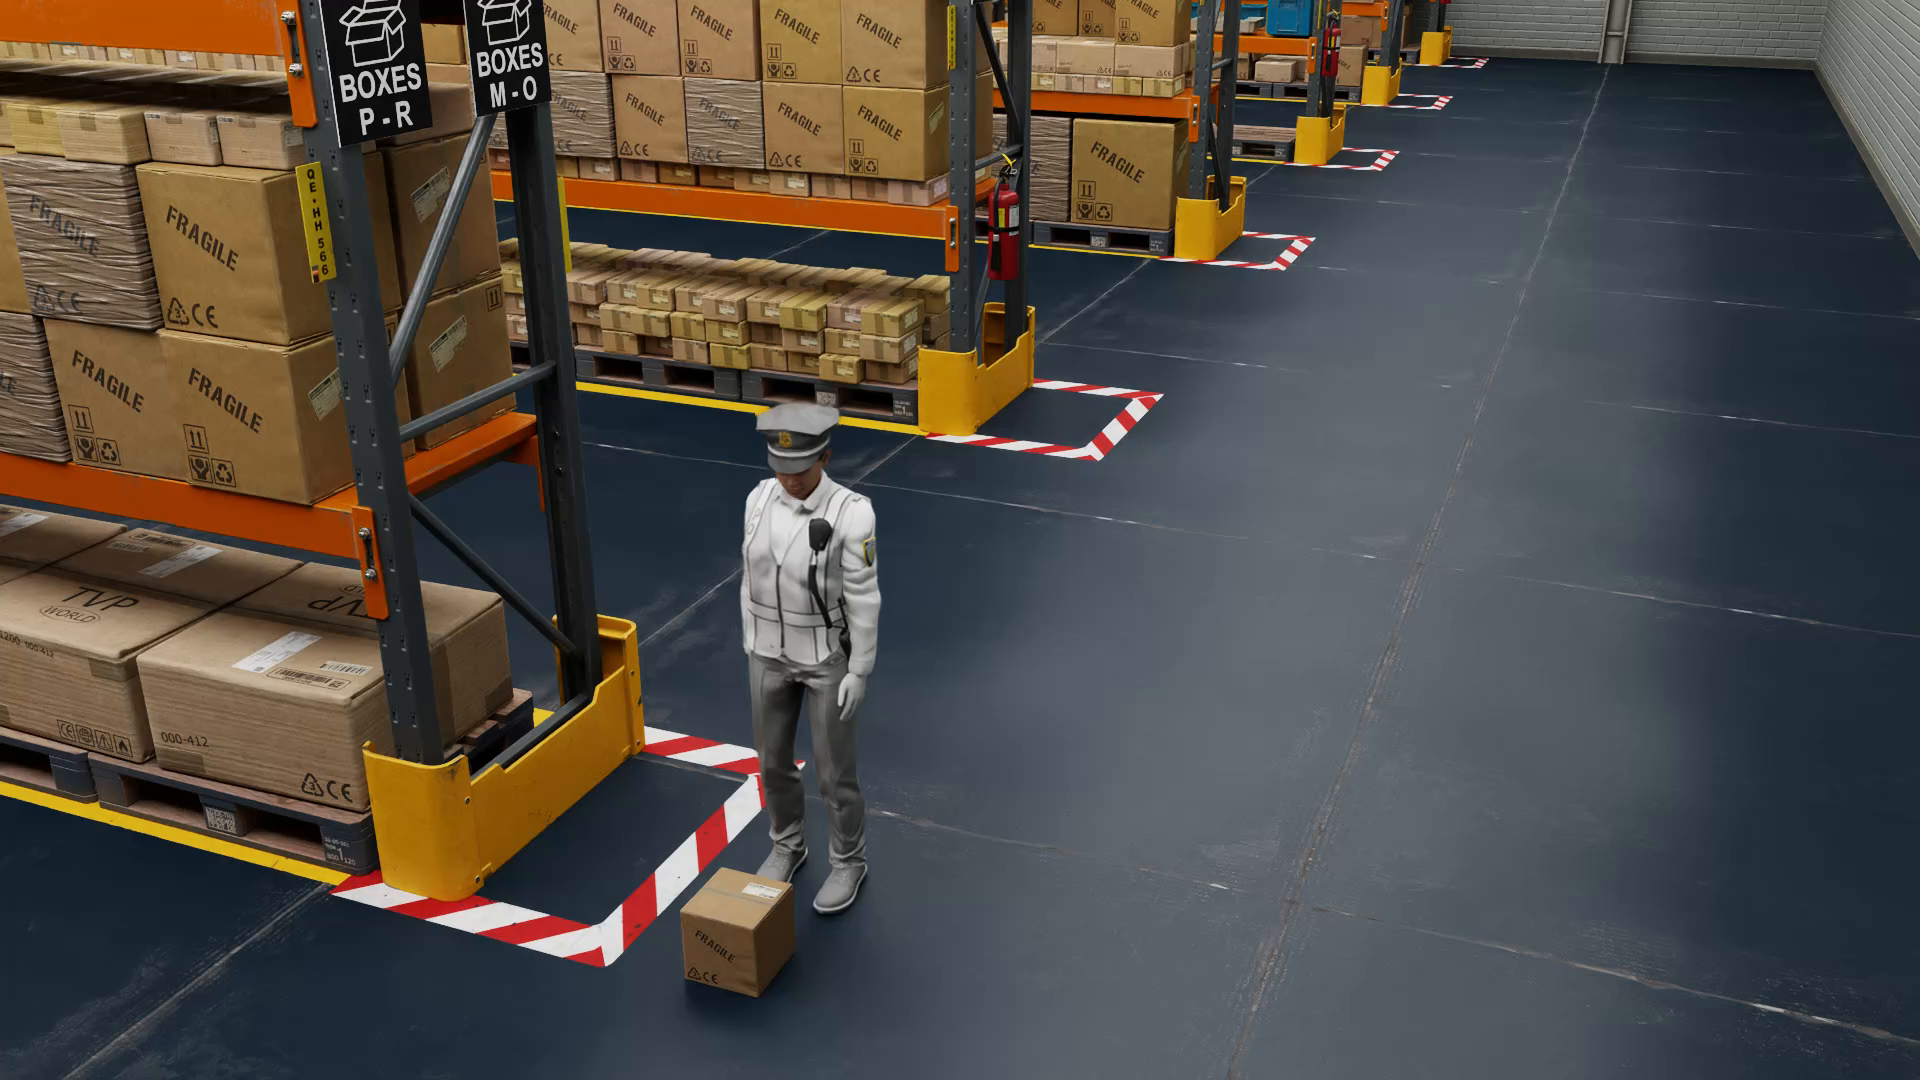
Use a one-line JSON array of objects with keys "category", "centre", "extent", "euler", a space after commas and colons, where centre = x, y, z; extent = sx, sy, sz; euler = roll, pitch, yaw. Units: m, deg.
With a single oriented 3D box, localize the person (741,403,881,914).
[{"category": "person", "centre": [-0.470, 0.382, 5.184], "extent": [0.471, 1.664, 0.327], "euler": [9, 24, 21]}]
